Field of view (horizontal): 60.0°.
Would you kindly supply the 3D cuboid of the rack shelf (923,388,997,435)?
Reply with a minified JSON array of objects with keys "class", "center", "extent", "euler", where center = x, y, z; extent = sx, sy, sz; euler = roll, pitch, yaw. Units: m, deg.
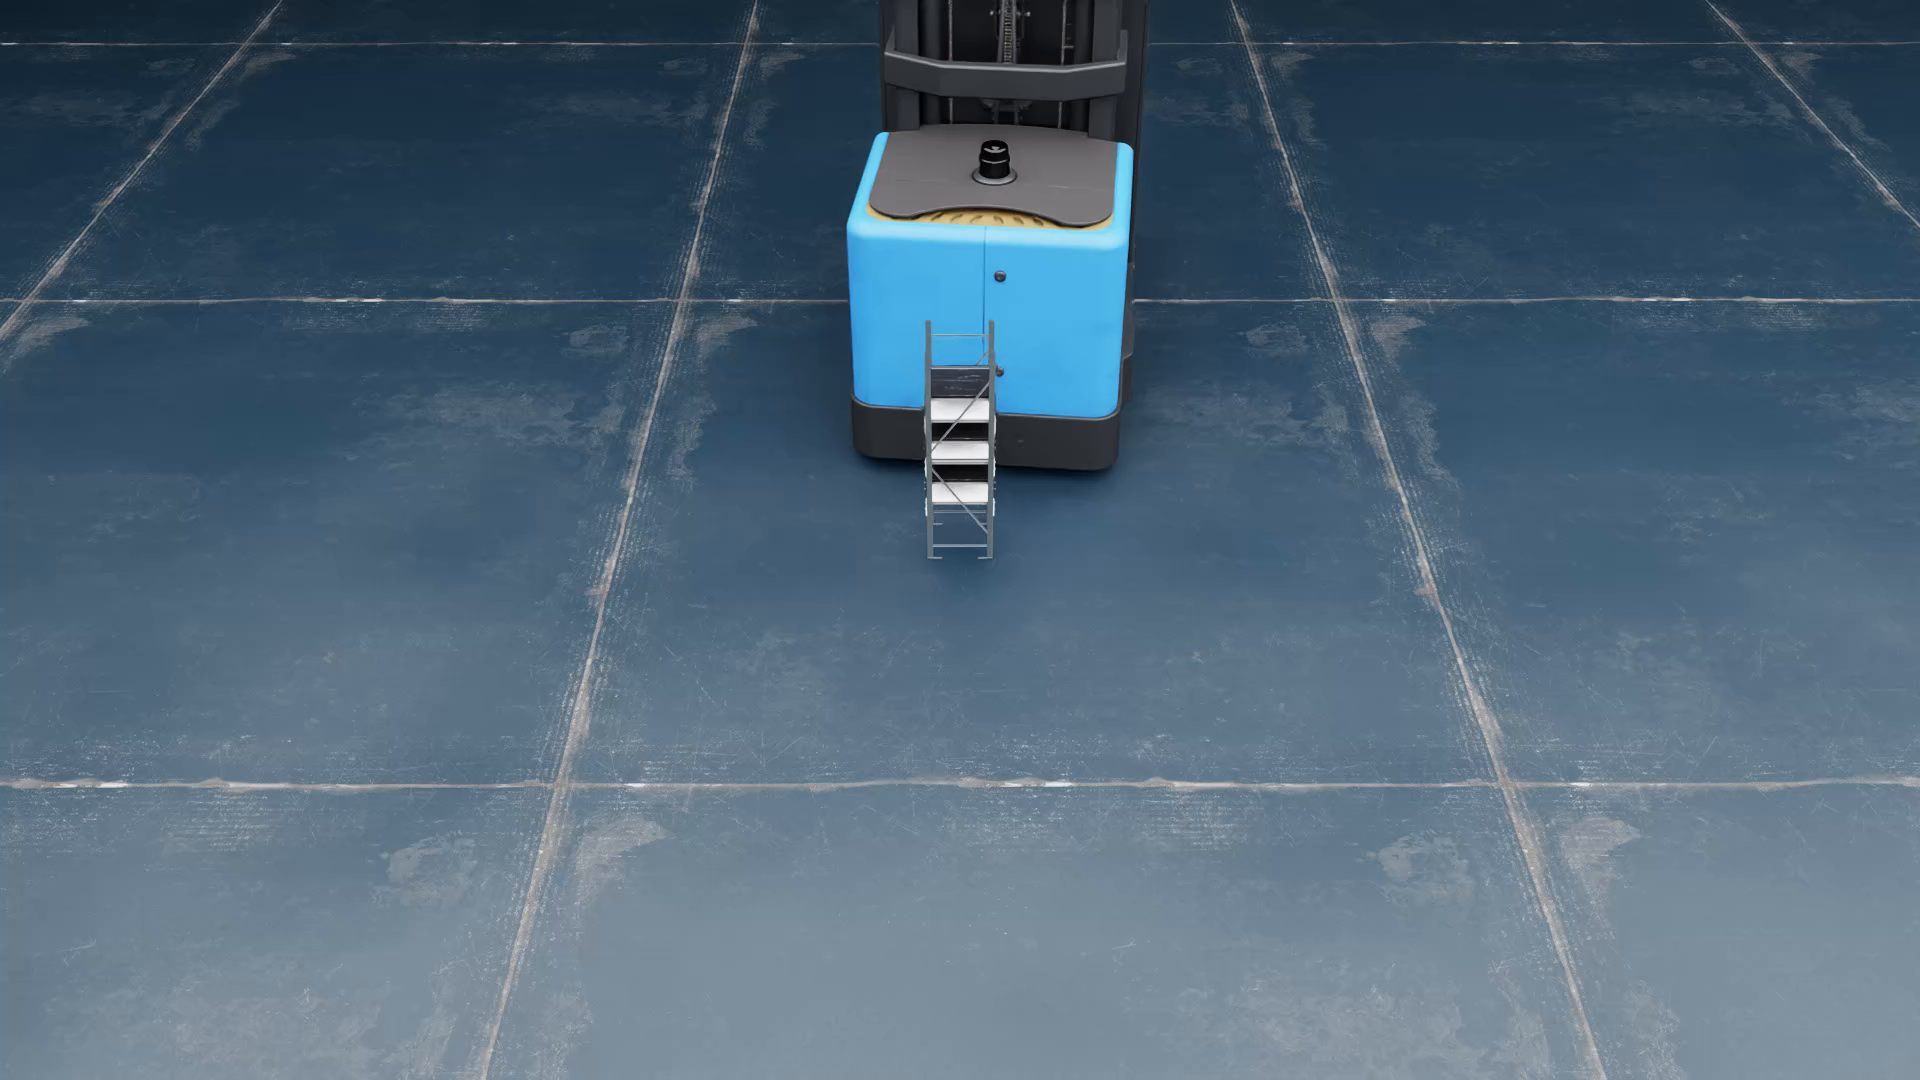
[{"class":"rack shelf","center":[0.000,-0.461,5.871],"extent":[0.258,0.077,0.200],"euler":[0,39,0]}]

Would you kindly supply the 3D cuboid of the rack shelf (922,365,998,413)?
[{"class":"rack shelf","center":[0.000,-0.531,5.814],"extent":[0.258,0.077,0.200],"euler":[0,39,0]}]

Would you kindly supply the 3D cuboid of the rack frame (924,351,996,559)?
[{"class":"rack frame","center":[0.000,-0.282,5.883],"extent":[0.240,0.900,0.006],"euler":[0,39,0]}]

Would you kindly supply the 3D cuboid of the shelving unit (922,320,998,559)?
[{"class":"shelving unit","center":[0.000,-0.346,5.962],"extent":[0.258,0.900,0.210],"euler":[0,39,0]}]

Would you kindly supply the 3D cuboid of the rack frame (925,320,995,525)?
[{"class":"rack frame","center":[0.000,-0.410,6.042],"extent":[0.240,0.900,0.006],"euler":[0,39,0]}]

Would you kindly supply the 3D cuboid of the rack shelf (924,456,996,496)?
[{"class":"rack shelf","center":[0.000,-0.250,6.039],"extent":[0.258,0.077,0.200],"euler":[0,39,0]}]

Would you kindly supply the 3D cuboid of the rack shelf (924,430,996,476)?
[{"class":"rack shelf","center":[0.000,-0.320,5.983],"extent":[0.258,0.077,0.200],"euler":[0,39,0]}]

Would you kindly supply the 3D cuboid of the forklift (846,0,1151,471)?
[{"class":"forklift","center":[0.242,-2.326,6.809],"extent":[1.130,2.935,3.031],"euler":[4,39,5]}]

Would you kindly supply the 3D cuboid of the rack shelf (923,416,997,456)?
[{"class":"rack shelf","center":[0.000,-0.390,5.927],"extent":[0.258,0.077,0.200],"euler":[0,39,0]}]

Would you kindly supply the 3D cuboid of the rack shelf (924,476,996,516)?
[{"class":"rack shelf","center":[0.000,-0.180,6.096],"extent":[0.258,0.077,0.200],"euler":[0,39,0]}]
